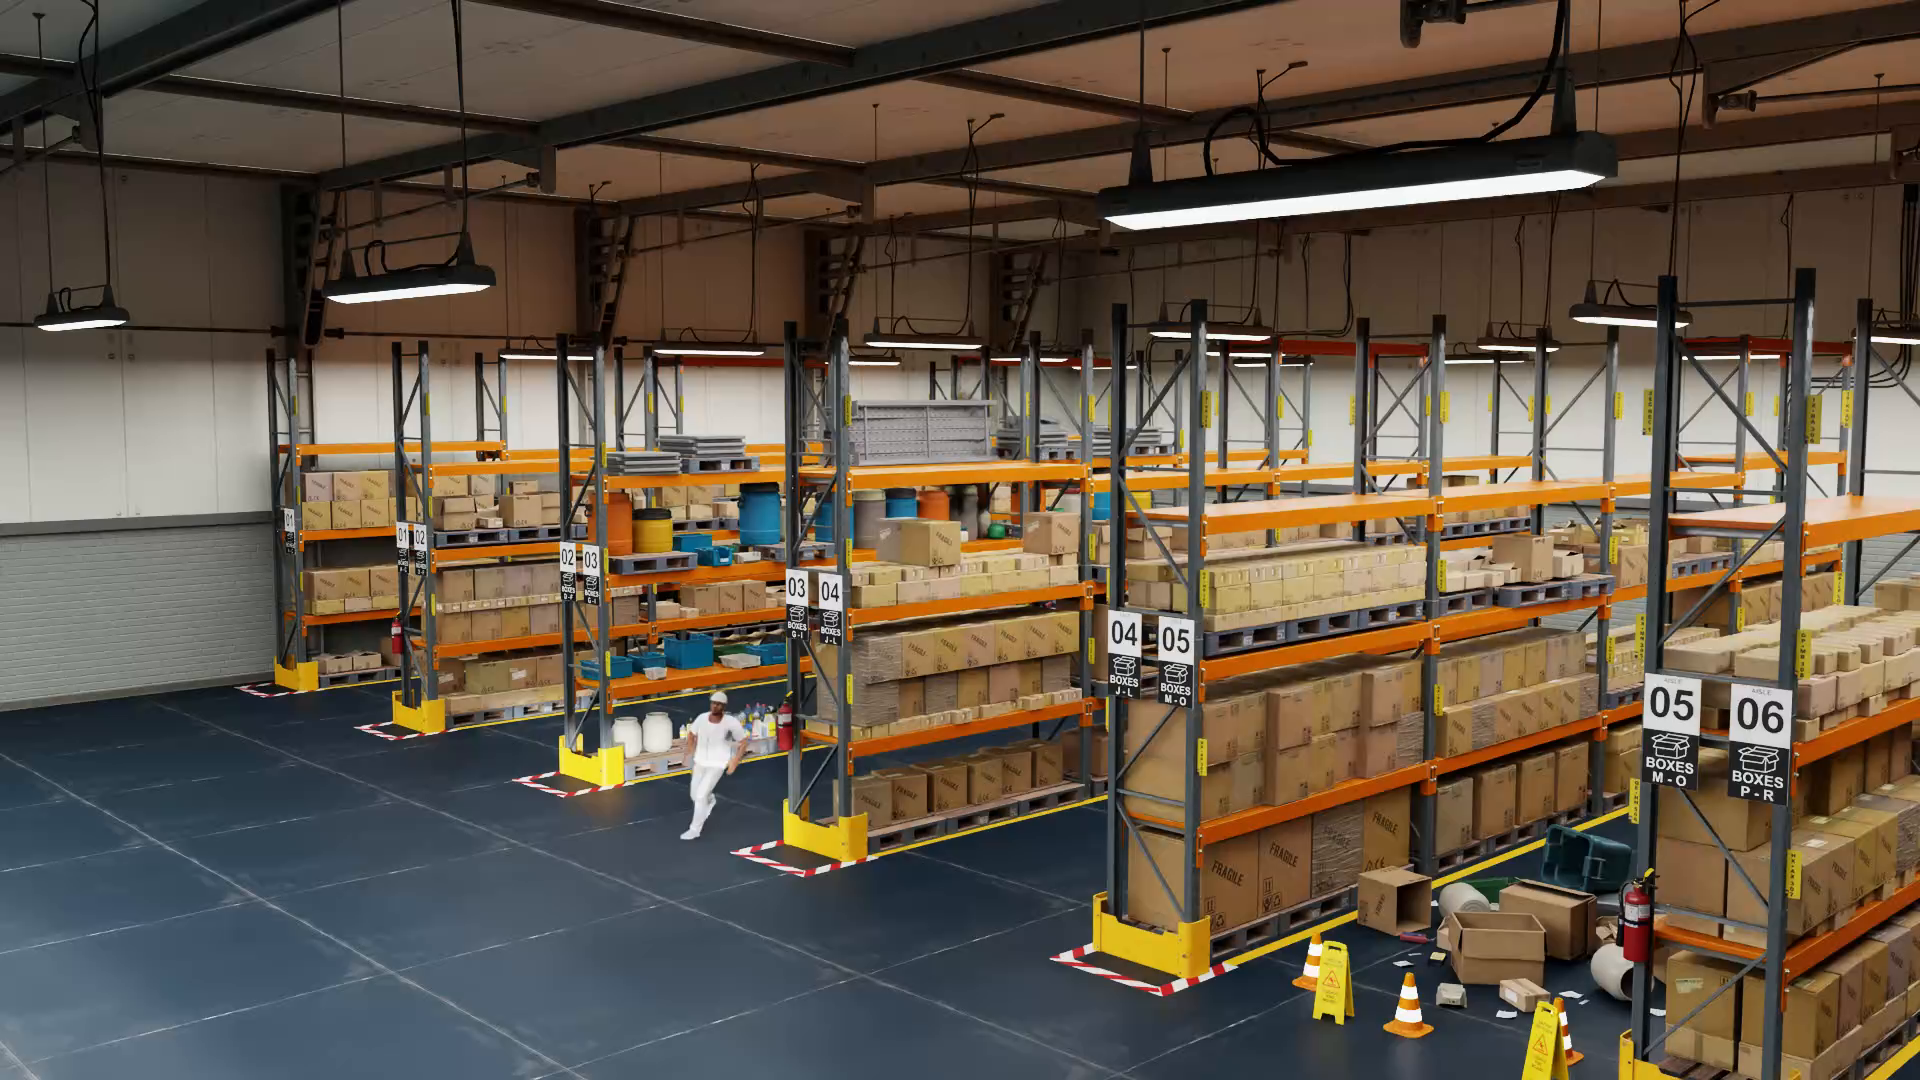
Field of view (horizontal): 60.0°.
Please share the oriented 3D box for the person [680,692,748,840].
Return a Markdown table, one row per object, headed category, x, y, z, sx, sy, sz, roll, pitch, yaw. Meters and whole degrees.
| category | x | y | z | sx | sy | sz | roll | pitch | yaw |
| --- | --- | --- | --- | --- | --- | --- | --- | --- | --- |
| person | -2.893 | 2.625 | 19.526 | 0.757 | 1.710 | 0.782 | 2 | 5 | 19 |
